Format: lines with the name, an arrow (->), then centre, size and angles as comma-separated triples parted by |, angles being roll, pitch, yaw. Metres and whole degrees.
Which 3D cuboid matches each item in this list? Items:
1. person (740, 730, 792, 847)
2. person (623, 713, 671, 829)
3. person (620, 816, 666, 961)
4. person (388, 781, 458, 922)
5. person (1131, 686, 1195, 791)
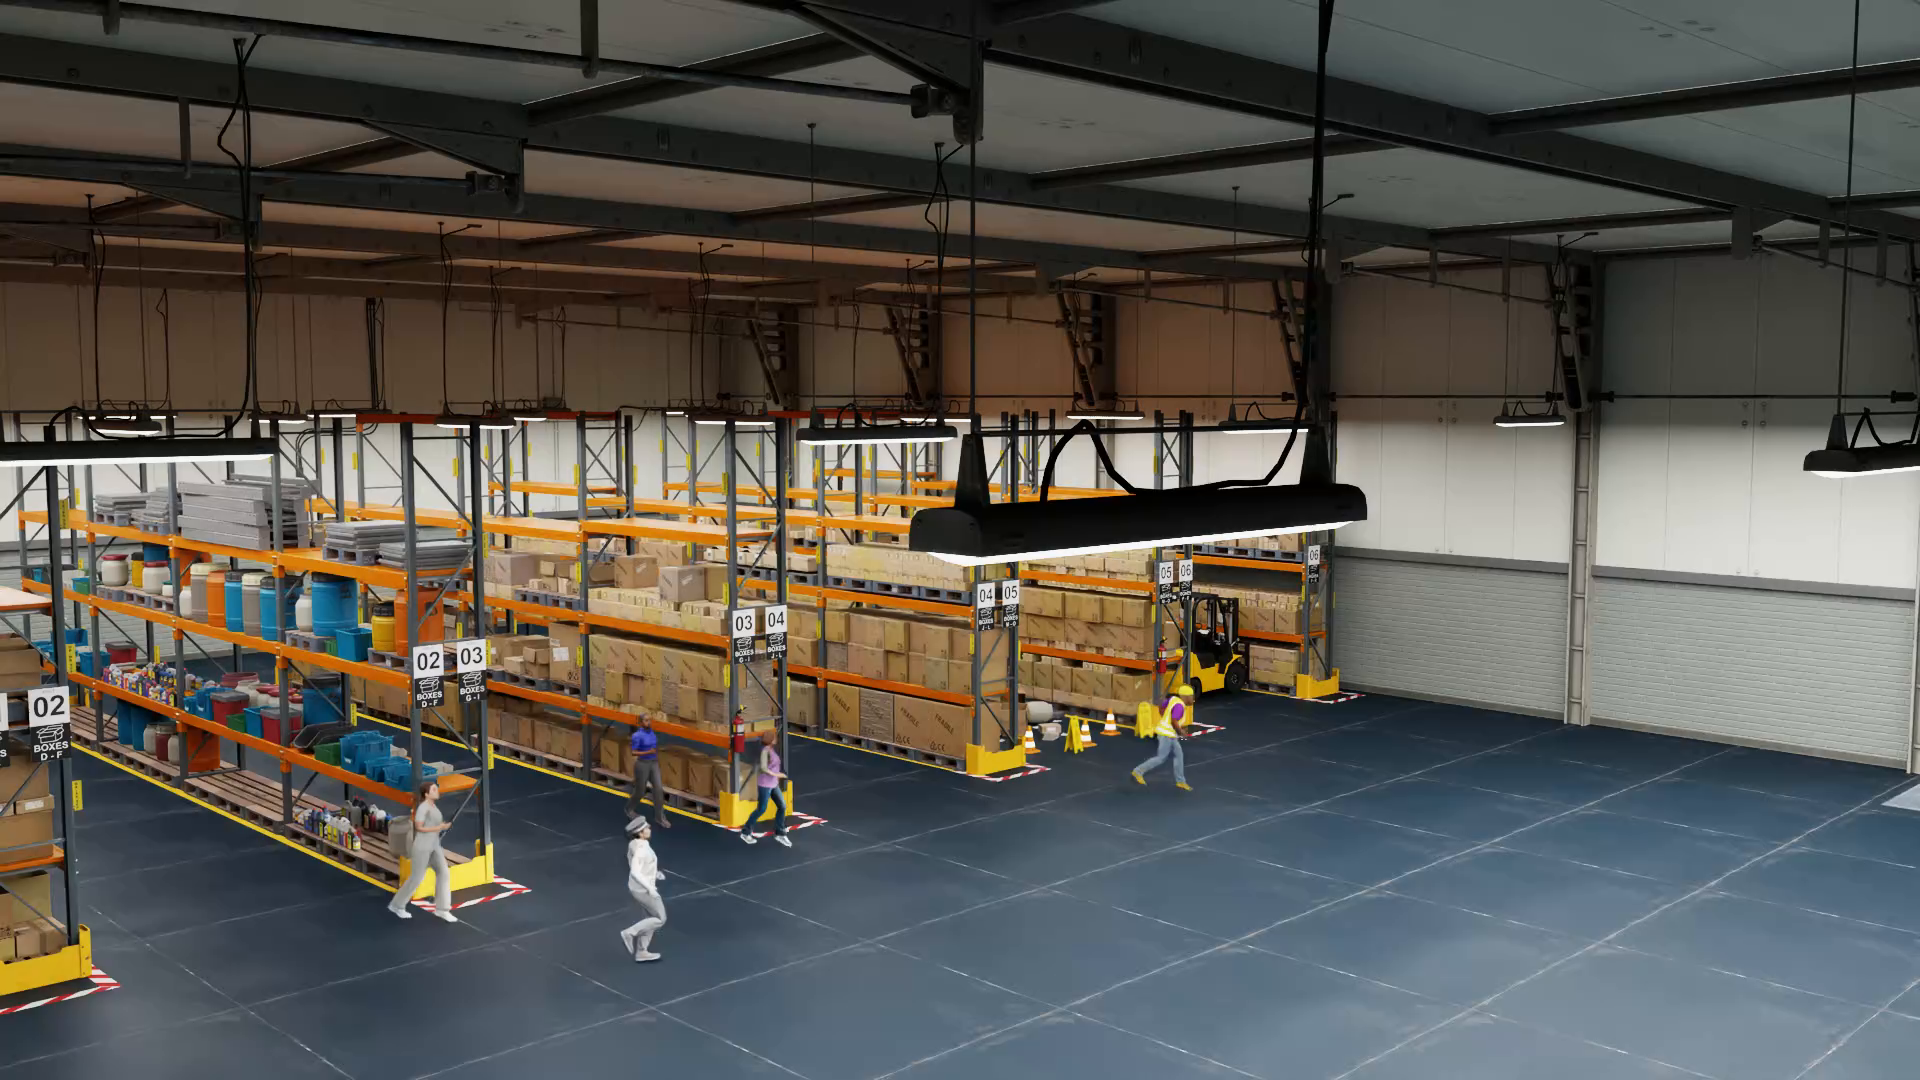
person -> -2.698, 3.491, 23.466 | 0.731, 1.609, 0.600 | 1, 5, 10
person -> -4.602, 3.360, 24.419 | 0.875, 1.666, 0.579 | 4, 6, 38
person -> -3.552, 3.894, 18.596 | 0.553, 1.646, 0.614 | -2, 5, -23
person -> -6.464, 3.754, 20.083 | 0.824, 1.709, 0.573 | 0, 5, 4
person -> 3.262, 3.192, 26.692 | 1.047, 1.709, 0.734 | -1, 5, -8
